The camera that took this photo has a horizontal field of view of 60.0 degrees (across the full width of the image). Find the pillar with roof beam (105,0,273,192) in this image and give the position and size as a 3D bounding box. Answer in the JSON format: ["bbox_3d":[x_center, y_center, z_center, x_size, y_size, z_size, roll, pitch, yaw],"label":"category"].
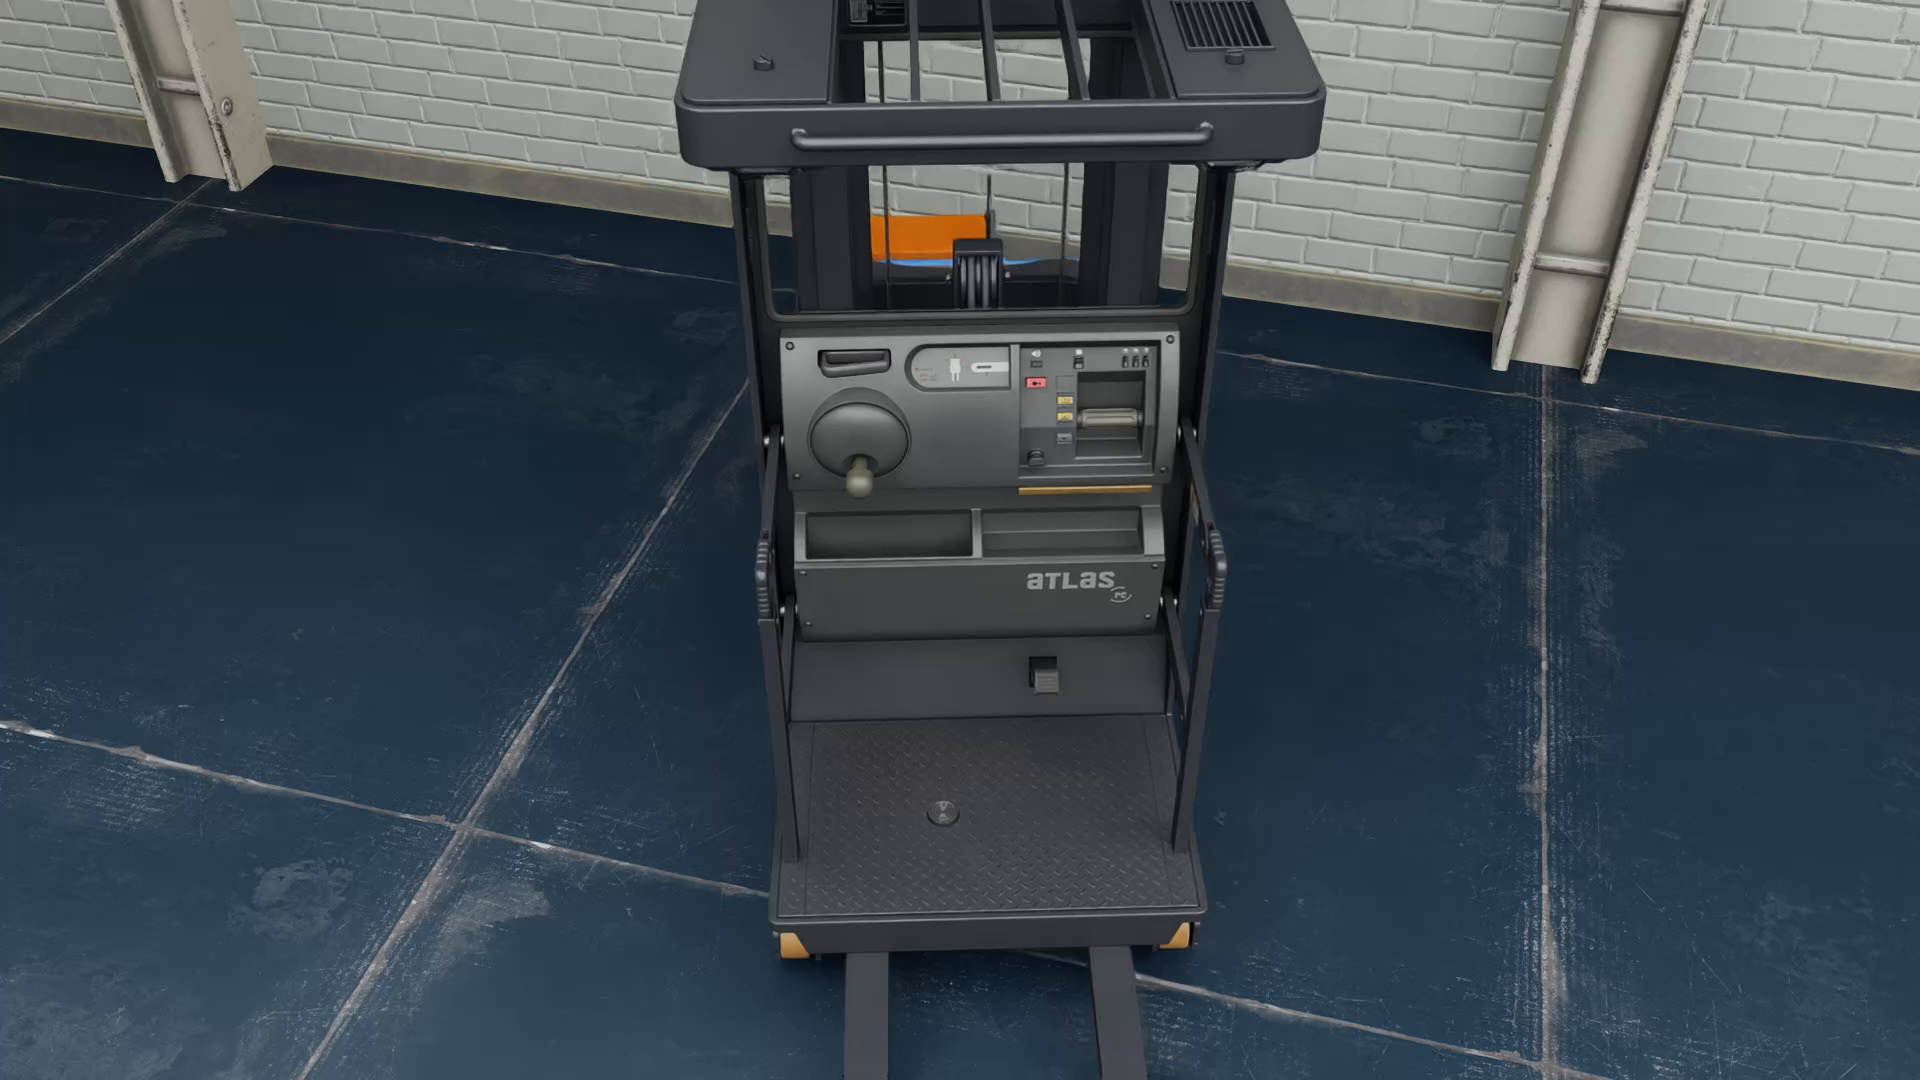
[{"bbox_3d":[-4.583,-2.505,1.735,0.400,9.000,9.100,10,41,11],"label":"pillar with roof beam"}]

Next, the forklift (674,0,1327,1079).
[{"bbox_3d":[0.057,-0.225,3.738,1.130,2.935,3.031,-1,40,-1],"label":"forklift"}]

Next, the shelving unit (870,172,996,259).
[{"bbox_3d":[-0.147,-0.625,5.561,0.503,1.200,0.258,-1,40,-2],"label":"shelving unit"}]

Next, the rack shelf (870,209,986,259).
[{"bbox_3d":[-0.147,-0.926,5.308,0.480,0.148,0.258,-1,40,-2],"label":"rack shelf"}]

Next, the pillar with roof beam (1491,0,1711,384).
[{"bbox_3d":[1.213,-1.507,0.548,0.400,9.000,9.100,10,41,11],"label":"pillar with roof beam"}]

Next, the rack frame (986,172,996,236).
[{"bbox_3d":[0.096,-0.631,5.569,0.015,1.200,0.240,-1,40,-2],"label":"rack frame"}]
